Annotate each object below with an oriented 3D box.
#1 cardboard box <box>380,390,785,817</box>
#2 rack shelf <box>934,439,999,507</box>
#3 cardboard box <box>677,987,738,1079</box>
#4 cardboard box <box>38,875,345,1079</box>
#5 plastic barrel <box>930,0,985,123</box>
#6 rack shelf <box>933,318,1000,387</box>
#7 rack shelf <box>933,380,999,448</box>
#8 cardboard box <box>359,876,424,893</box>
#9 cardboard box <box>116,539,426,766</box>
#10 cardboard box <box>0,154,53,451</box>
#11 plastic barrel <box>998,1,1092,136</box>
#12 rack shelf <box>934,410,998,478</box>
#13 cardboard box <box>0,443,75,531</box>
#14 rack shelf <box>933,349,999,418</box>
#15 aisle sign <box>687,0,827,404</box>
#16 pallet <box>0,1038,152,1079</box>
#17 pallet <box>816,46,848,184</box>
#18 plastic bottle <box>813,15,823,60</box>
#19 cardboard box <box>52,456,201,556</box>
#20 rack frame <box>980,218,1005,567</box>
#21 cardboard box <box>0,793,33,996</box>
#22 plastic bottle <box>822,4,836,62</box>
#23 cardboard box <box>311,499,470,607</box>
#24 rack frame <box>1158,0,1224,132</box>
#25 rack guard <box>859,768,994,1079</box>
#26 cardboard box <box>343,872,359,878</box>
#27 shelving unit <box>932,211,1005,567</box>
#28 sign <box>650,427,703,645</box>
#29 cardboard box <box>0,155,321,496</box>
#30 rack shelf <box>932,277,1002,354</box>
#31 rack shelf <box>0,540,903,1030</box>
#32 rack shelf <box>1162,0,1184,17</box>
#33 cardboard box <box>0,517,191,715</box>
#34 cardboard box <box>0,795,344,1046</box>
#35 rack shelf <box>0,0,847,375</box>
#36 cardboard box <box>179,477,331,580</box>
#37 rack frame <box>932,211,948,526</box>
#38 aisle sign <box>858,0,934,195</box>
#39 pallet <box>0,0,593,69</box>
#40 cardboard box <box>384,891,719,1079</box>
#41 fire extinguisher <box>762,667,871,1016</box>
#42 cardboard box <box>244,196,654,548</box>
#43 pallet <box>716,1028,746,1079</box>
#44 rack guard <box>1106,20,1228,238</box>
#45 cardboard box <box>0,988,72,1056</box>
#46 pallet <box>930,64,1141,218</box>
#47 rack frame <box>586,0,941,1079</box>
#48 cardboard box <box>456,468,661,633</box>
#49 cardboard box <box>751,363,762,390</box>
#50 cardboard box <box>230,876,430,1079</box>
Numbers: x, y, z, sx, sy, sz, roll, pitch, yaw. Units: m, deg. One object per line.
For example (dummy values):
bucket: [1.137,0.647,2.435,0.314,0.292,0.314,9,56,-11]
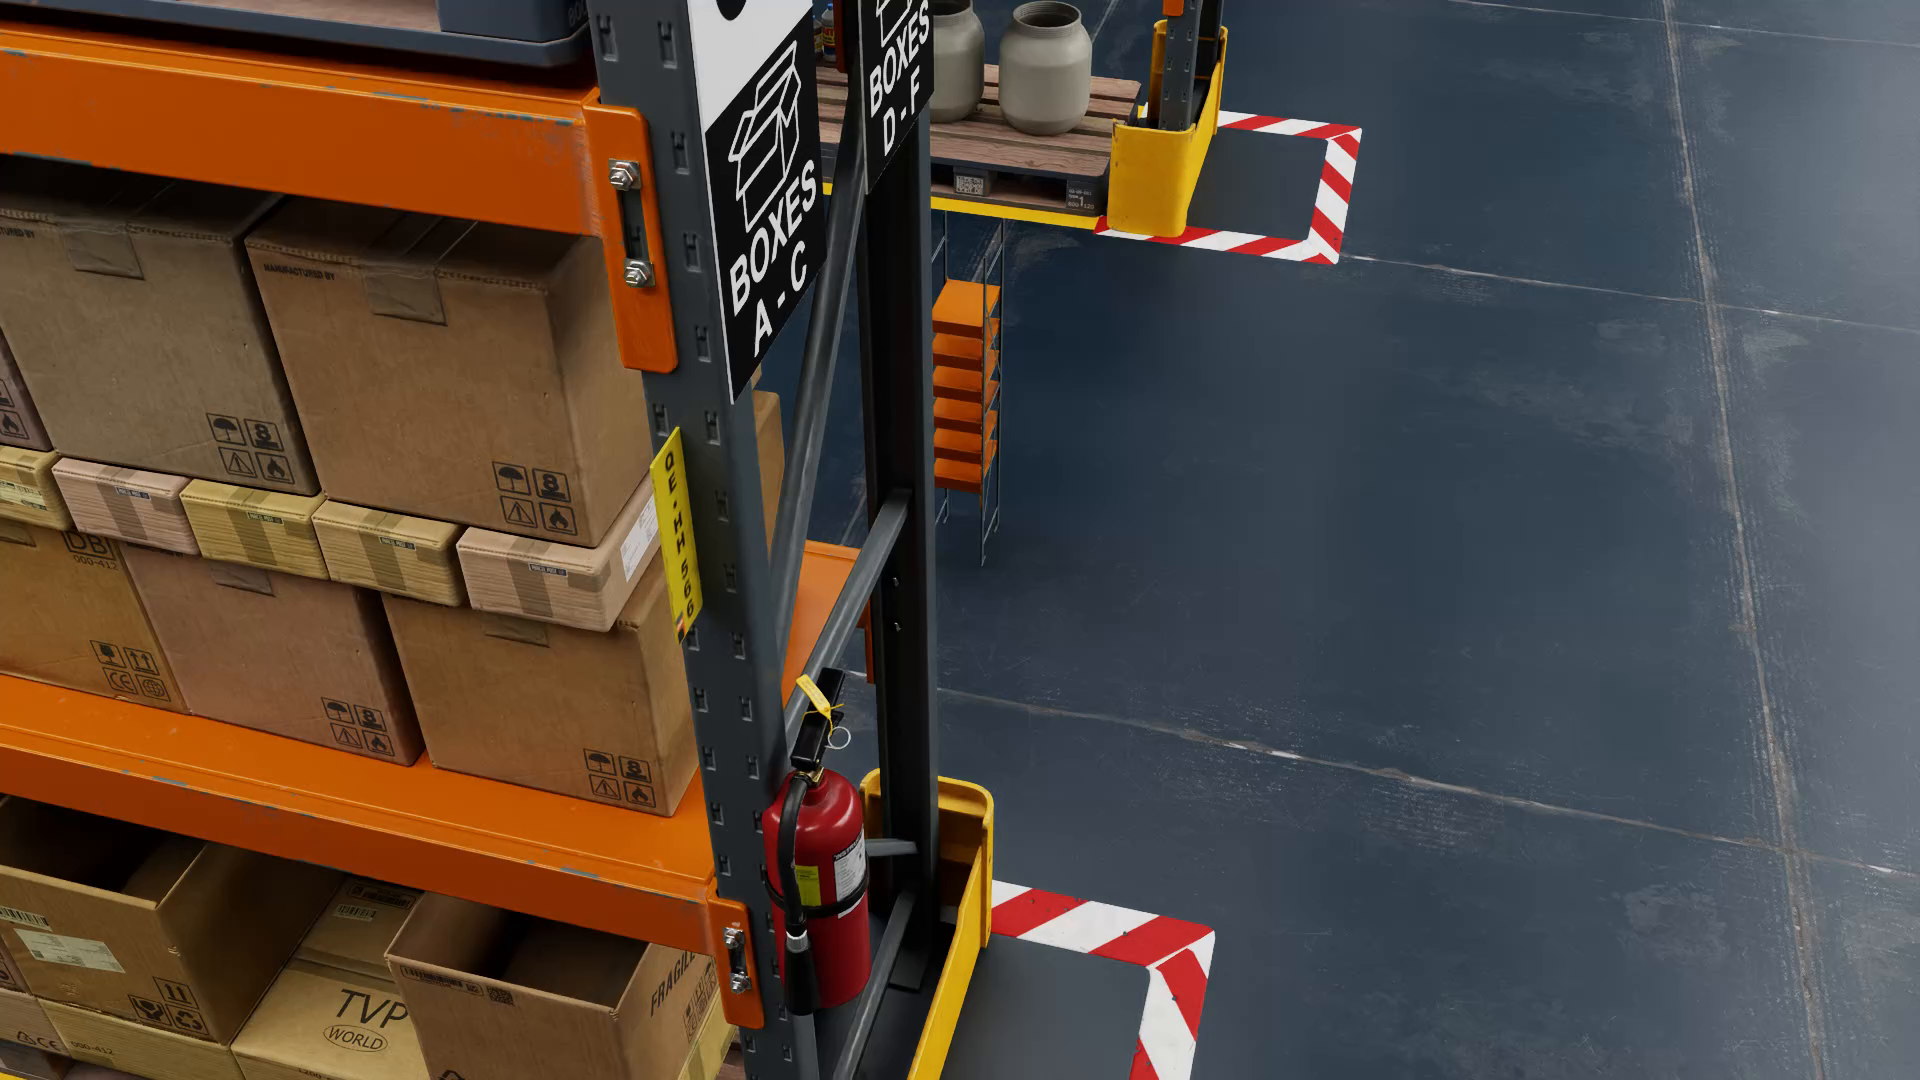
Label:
cardboard box: [-0.689,0.073,3.253,0.500,0.500,0.700,10,41,11]
rack shelf: [0.014,-0.239,5.544,0.180,0.103,0.258,10,41,11]
cardboard box: [-0.836,1.183,3.820,0.500,0.250,0.500,10,41,11]
cardboard box: [-1.805,1.026,4.008,0.500,0.250,0.500,10,41,11]
plastic barrel: [-0.097,-2.233,7.685,0.421,0.512,0.421,0,40,0]
rack shelf: [0.014,-0.607,5.236,0.180,0.103,0.258,10,41,11]
rack shelf: [0.014,-0.423,5.390,0.180,0.103,0.258,10,41,11]
cardboard box: [-1.186,0.781,4.300,0.500,0.250,0.500,10,41,11]
cardboard box: [-1.198,-0.011,3.353,0.500,0.500,0.700,11,41,13]
cardboard box: [-1.737,-0.600,3.046,0.500,0.500,0.700,10,41,12]
plastic barrel: [0.387,-2.150,7.586,0.421,0.512,0.421,0,40,0]
rack shelf: [0.014,-0.331,5.467,0.180,0.103,0.258,10,41,11]
cardboard box: [-1.656,-0.207,3.082,0.250,0.149,0.380,11,41,13]
rack shelf: [0.014,-0.515,5.313,0.180,0.103,0.258,10,41,11]
aisle sign: [-0.254,-0.605,2.117,0.004,0.787,0.394,10,41,11]
pallet: [-2.166,0.959,4.444,1.213,0.211,1.003,10,41,11]
pallet: [-1.001,-2.138,8.132,1.213,0.211,1.003,10,41,11]
plastic bottle: [-0.728,-2.489,8.215,0.097,0.201,0.097,0,40,0]
cardboard box: [-1.402,-0.163,3.030,0.250,0.149,0.380,10,41,12]
rack frame: [0.102,-0.442,5.343,0.006,1.200,0.240,10,41,11]
cardboard box: [-2.289,0.656,3.864,0.500,0.500,0.500,10,41,11]
plastic bottle: [-0.628,-2.499,8.172,0.097,0.271,0.097,0,40,0]
cardboard box: [-0.913,-0.078,2.928,0.250,0.149,0.380,11,41,13]
rack frame: [1.043,-2.880,6.847,0.127,3.000,1.000,10,41,11]
rack guard: [-0.218,1.158,3.983,0.348,0.500,1.175,10,41,11]
cardboard box: [-1.669,0.697,4.399,0.500,0.250,0.500,10,41,11]
shelving unit: [0.014,-0.457,5.361,0.189,1.200,0.258,10,41,11]
sign: [-0.395,-0.003,2.336,0.005,0.325,0.100,10,41,11]
cardboard box: [-1.250,-0.517,2.946,0.500,0.500,0.700,9,41,10]
rack shelf: [0.014,-0.699,5.158,0.180,0.103,0.258,10,41,11]
rack shelf: [-2.173,0.140,3.811,4.000,0.370,1.077,10,41,11]
rack shelf: [-0.889,-2.937,7.474,4.000,0.370,1.077,10,41,11]
cardboard box: [-1.676,-0.098,3.456,0.500,0.500,0.700,10,41,12]
cardboard box: [-1.806,0.740,3.765,0.500,0.500,0.500,10,41,11]
rack shelf: [-2.173,-1.009,2.846,4.000,0.370,1.077,10,41,11]
cardboard box: [-1.160,-0.120,2.979,0.250,0.149,0.380,9,41,11]
rack frame: [-0.074,-0.472,5.379,0.006,1.200,0.240,10,41,11]
aisle sign: [-0.099,-0.978,2.561,0.004,0.787,0.394,10,41,11]
pallet: [-0.918,-1.052,2.406,1.213,0.211,1.003,10,41,11]
cardboard box: [-0.836,0.897,3.577,0.500,0.500,0.500,10,41,11]
fire extinguisher: [-0.247,0.535,2.841,0.183,0.674,0.296,10,41,11]
cardboard box: [-0.740,-0.433,2.846,0.500,0.500,0.700,10,41,12]
pallet: [-0.991,1.163,4.201,1.213,0.211,1.003,10,41,11]
rack guard: [0.957,-1.906,7.631,0.348,0.500,1.175,10,41,11]
cardboard box: [-2.288,0.941,4.108,0.500,0.250,0.500,10,41,11]
pallet: [0.174,-1.934,7.889,1.213,0.211,1.003,10,41,11]
rack frame: [-0.241,0.197,3.183,0.127,3.000,1.000,10,41,11]
cardboard box: [-0.660,-0.035,2.877,0.250,0.149,0.380,9,41,11]
cardboard box: [-0.565,-0.289,3.180,0.250,0.149,0.380,9,41,11]
cardboard box: [-1.322,1.108,3.910,0.500,0.250,0.500,10,41,11]
